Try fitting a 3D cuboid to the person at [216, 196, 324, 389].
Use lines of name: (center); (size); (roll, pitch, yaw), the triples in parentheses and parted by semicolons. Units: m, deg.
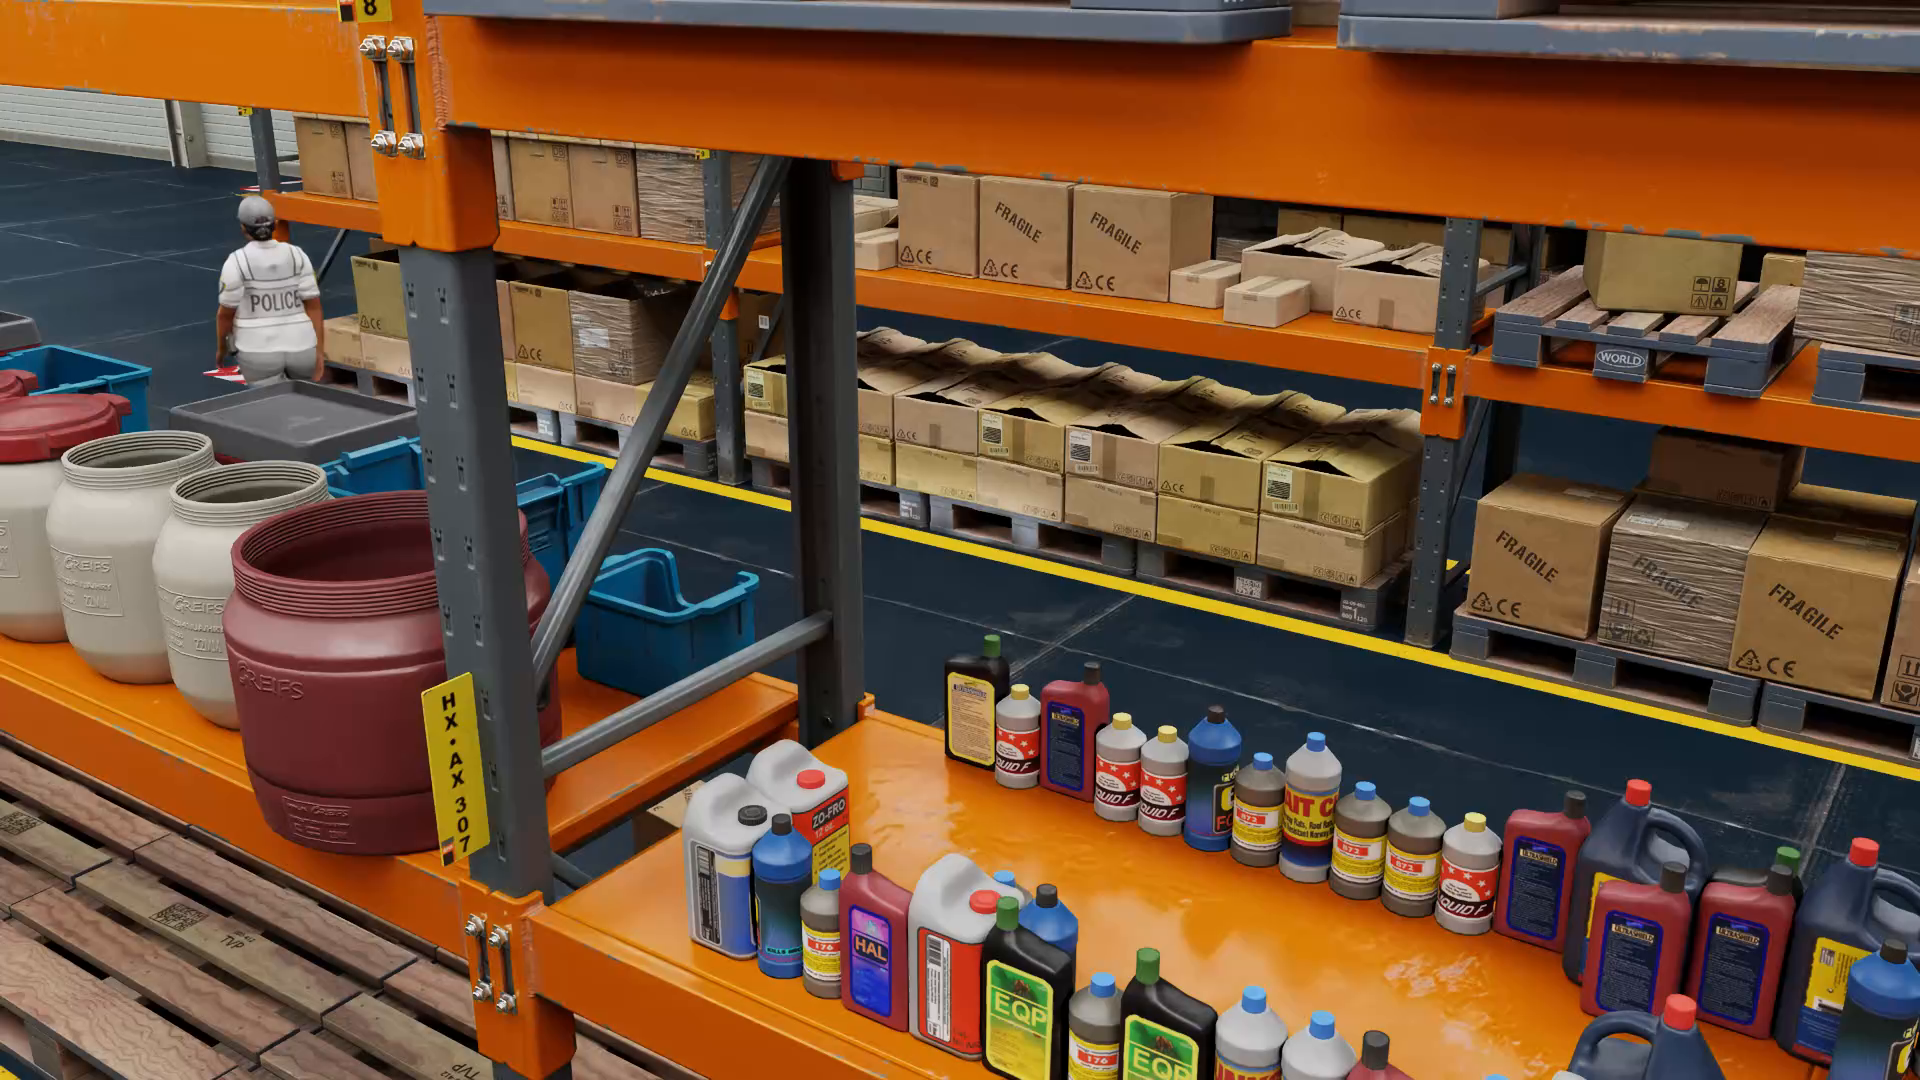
person: (-3.681, -1.004, 8.818); (0.490, 1.643, 0.864); (-19, 27, -42)
